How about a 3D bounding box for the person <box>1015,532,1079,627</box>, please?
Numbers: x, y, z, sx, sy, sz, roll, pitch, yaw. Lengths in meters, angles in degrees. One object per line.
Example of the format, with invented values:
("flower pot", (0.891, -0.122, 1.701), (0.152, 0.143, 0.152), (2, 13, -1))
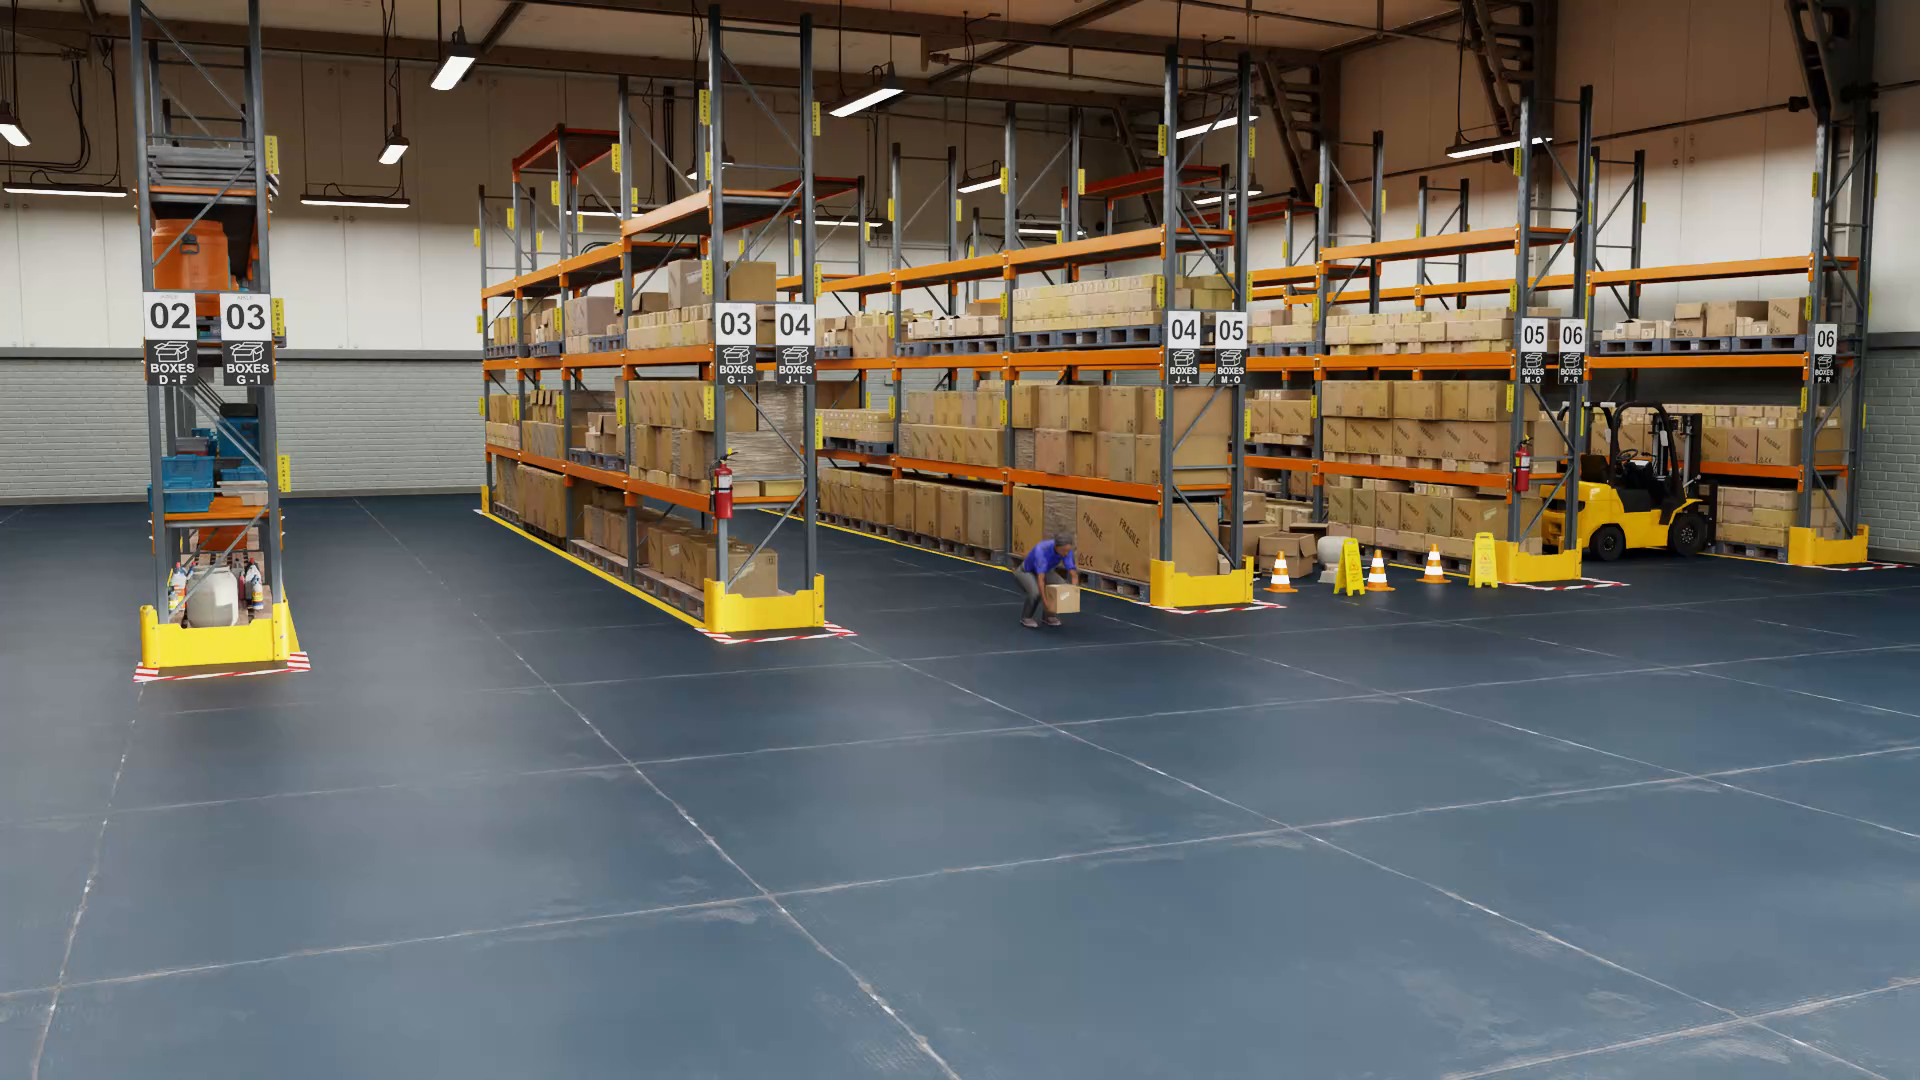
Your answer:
("person", (0.877, 0.386, 16.634), (0.486, 0.972, 0.801), (-2, 6, -24))
